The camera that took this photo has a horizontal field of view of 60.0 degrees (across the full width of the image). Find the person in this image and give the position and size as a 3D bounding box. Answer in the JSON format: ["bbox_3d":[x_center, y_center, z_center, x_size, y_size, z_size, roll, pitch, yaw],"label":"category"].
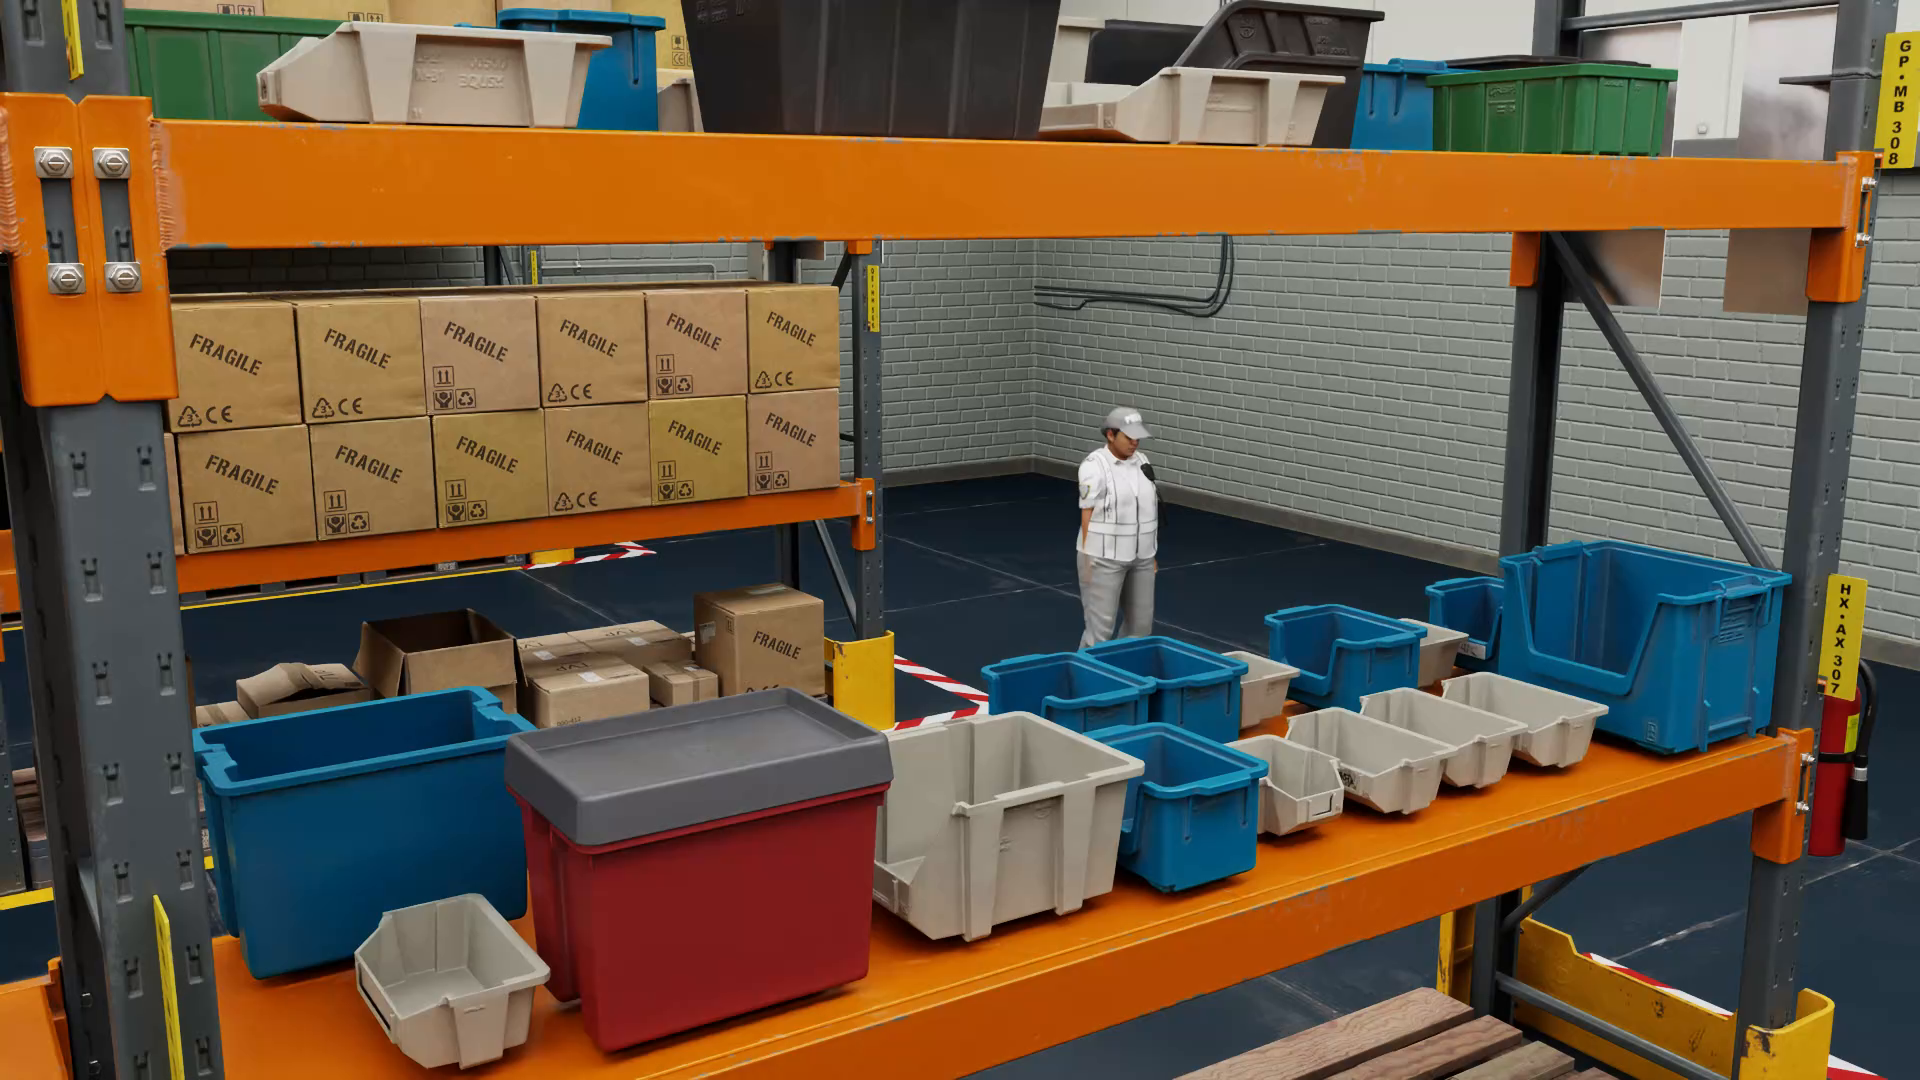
[{"bbox_3d":[0.869,0.109,8.925,0.470,1.659,0.367,-7,13,-32],"label":"person"}]
